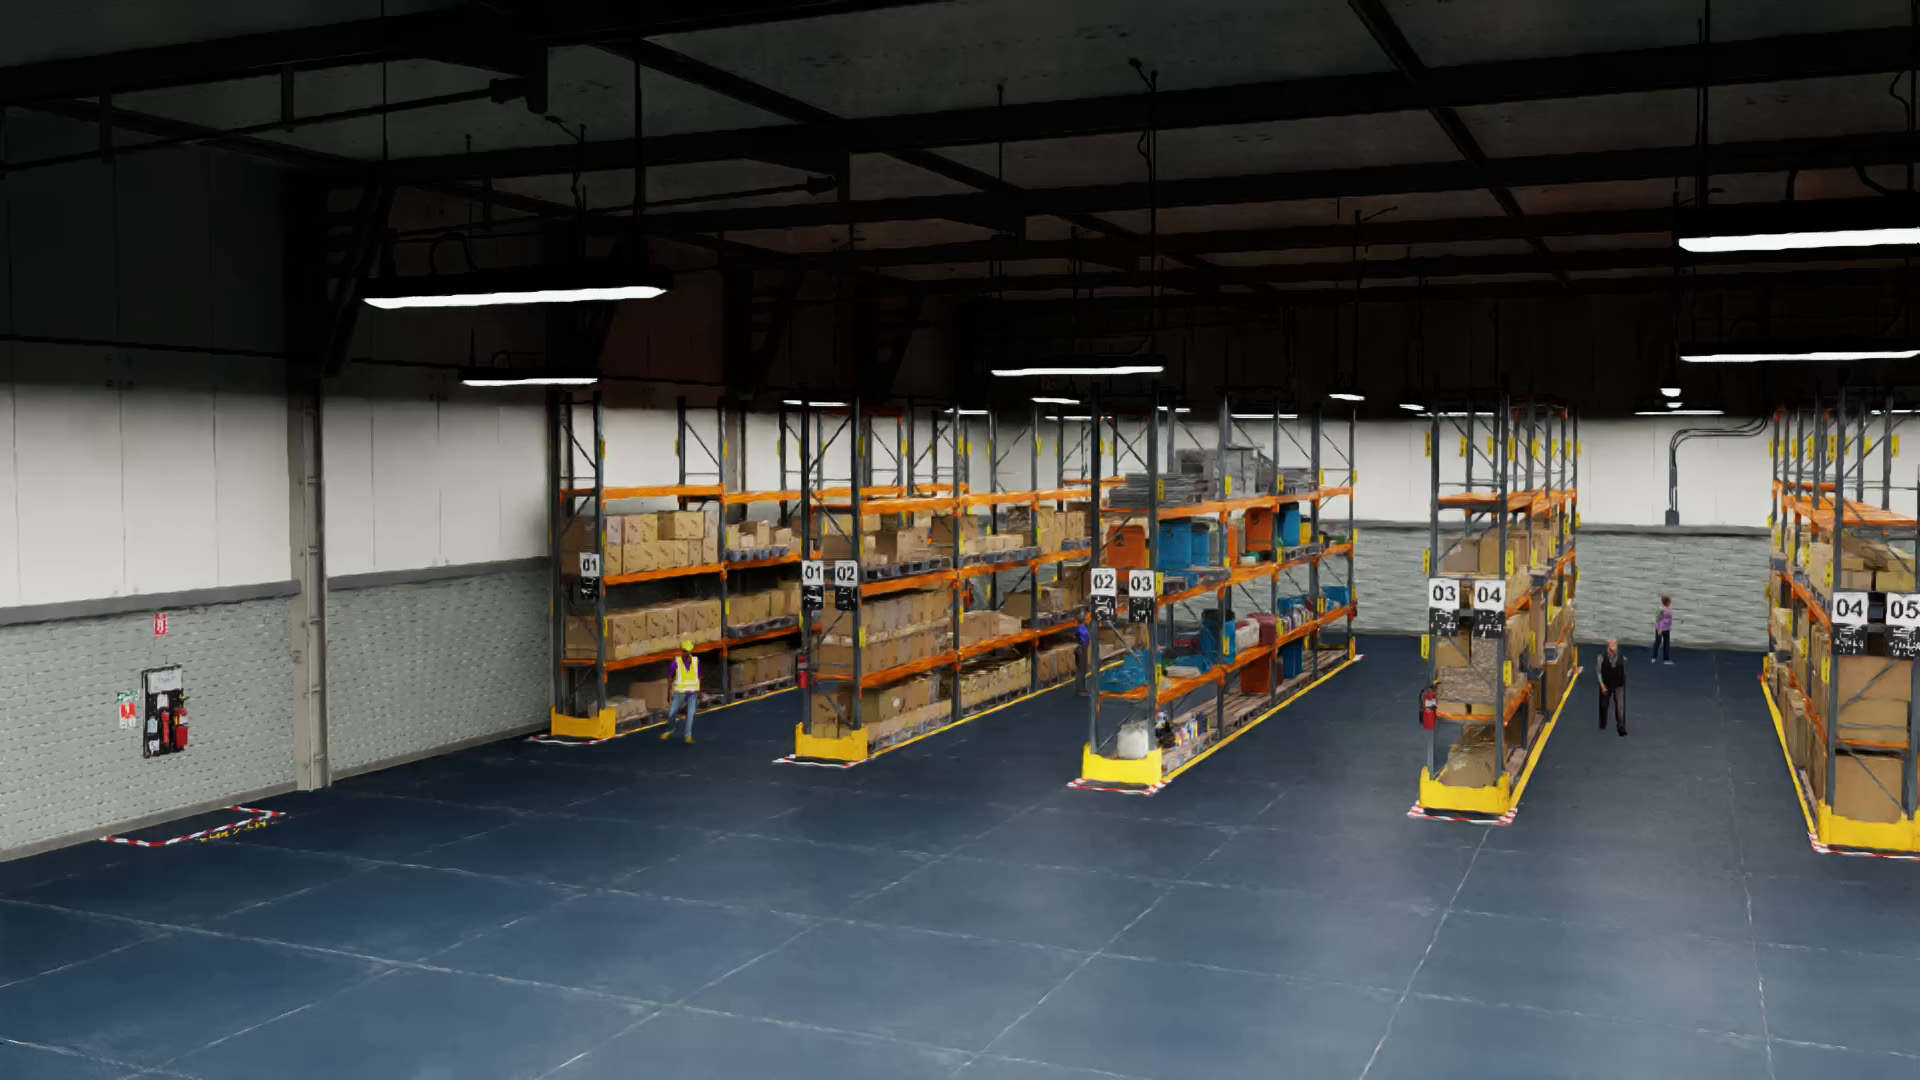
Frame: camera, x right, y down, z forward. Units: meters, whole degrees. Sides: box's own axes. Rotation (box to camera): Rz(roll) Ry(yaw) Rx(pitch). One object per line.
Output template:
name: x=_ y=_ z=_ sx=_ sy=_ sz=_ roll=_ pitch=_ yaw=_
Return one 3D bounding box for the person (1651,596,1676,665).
person: x=16.296 y=2.089 z=38.555 sx=0.458 sy=1.589 sz=0.492 roll=-1 pitch=3 yaw=-25

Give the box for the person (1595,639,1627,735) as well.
person: x=11.405 y=2.553 z=29.126 sx=0.538 sy=1.662 sz=1.026 roll=1 pitch=3 yaw=15

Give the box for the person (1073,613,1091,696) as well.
person: x=2.498 y=2.302 z=33.634 sx=0.415 sy=1.661 sz=0.499 roll=0 pitch=3 yaw=-6

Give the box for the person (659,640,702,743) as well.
person: x=-4.736 y=2.562 z=28.196 sx=0.733 sy=1.757 sz=0.529 roll=-1 pitch=3 yaw=-17
